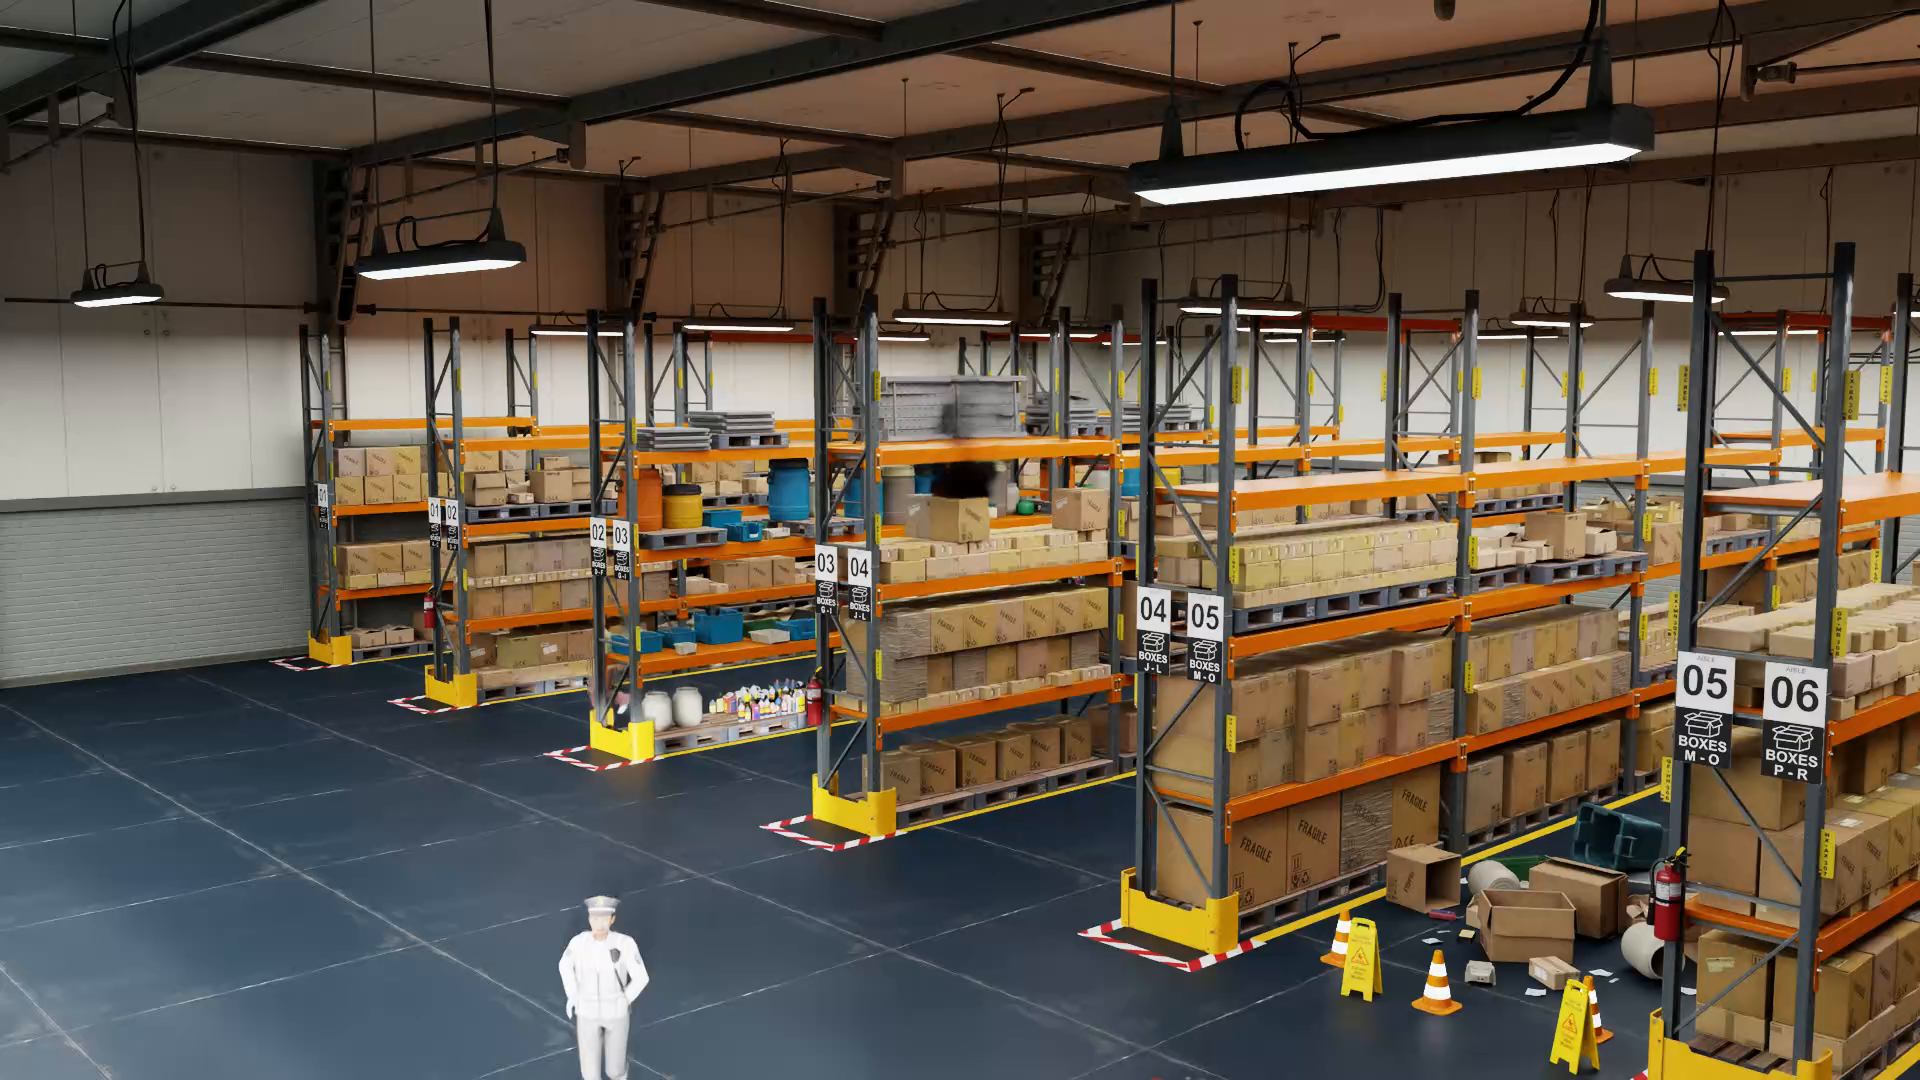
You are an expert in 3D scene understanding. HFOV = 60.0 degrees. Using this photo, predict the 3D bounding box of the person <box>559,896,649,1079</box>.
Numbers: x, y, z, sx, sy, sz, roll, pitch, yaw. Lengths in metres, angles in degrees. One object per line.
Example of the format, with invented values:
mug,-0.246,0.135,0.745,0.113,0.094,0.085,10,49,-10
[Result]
person,-2.415,3.209,11.257,0.618,1.696,0.842,0,6,-5

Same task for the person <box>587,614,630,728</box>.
person,-5.141,1.896,24.362,0.583,1.669,0.712,6,8,45
